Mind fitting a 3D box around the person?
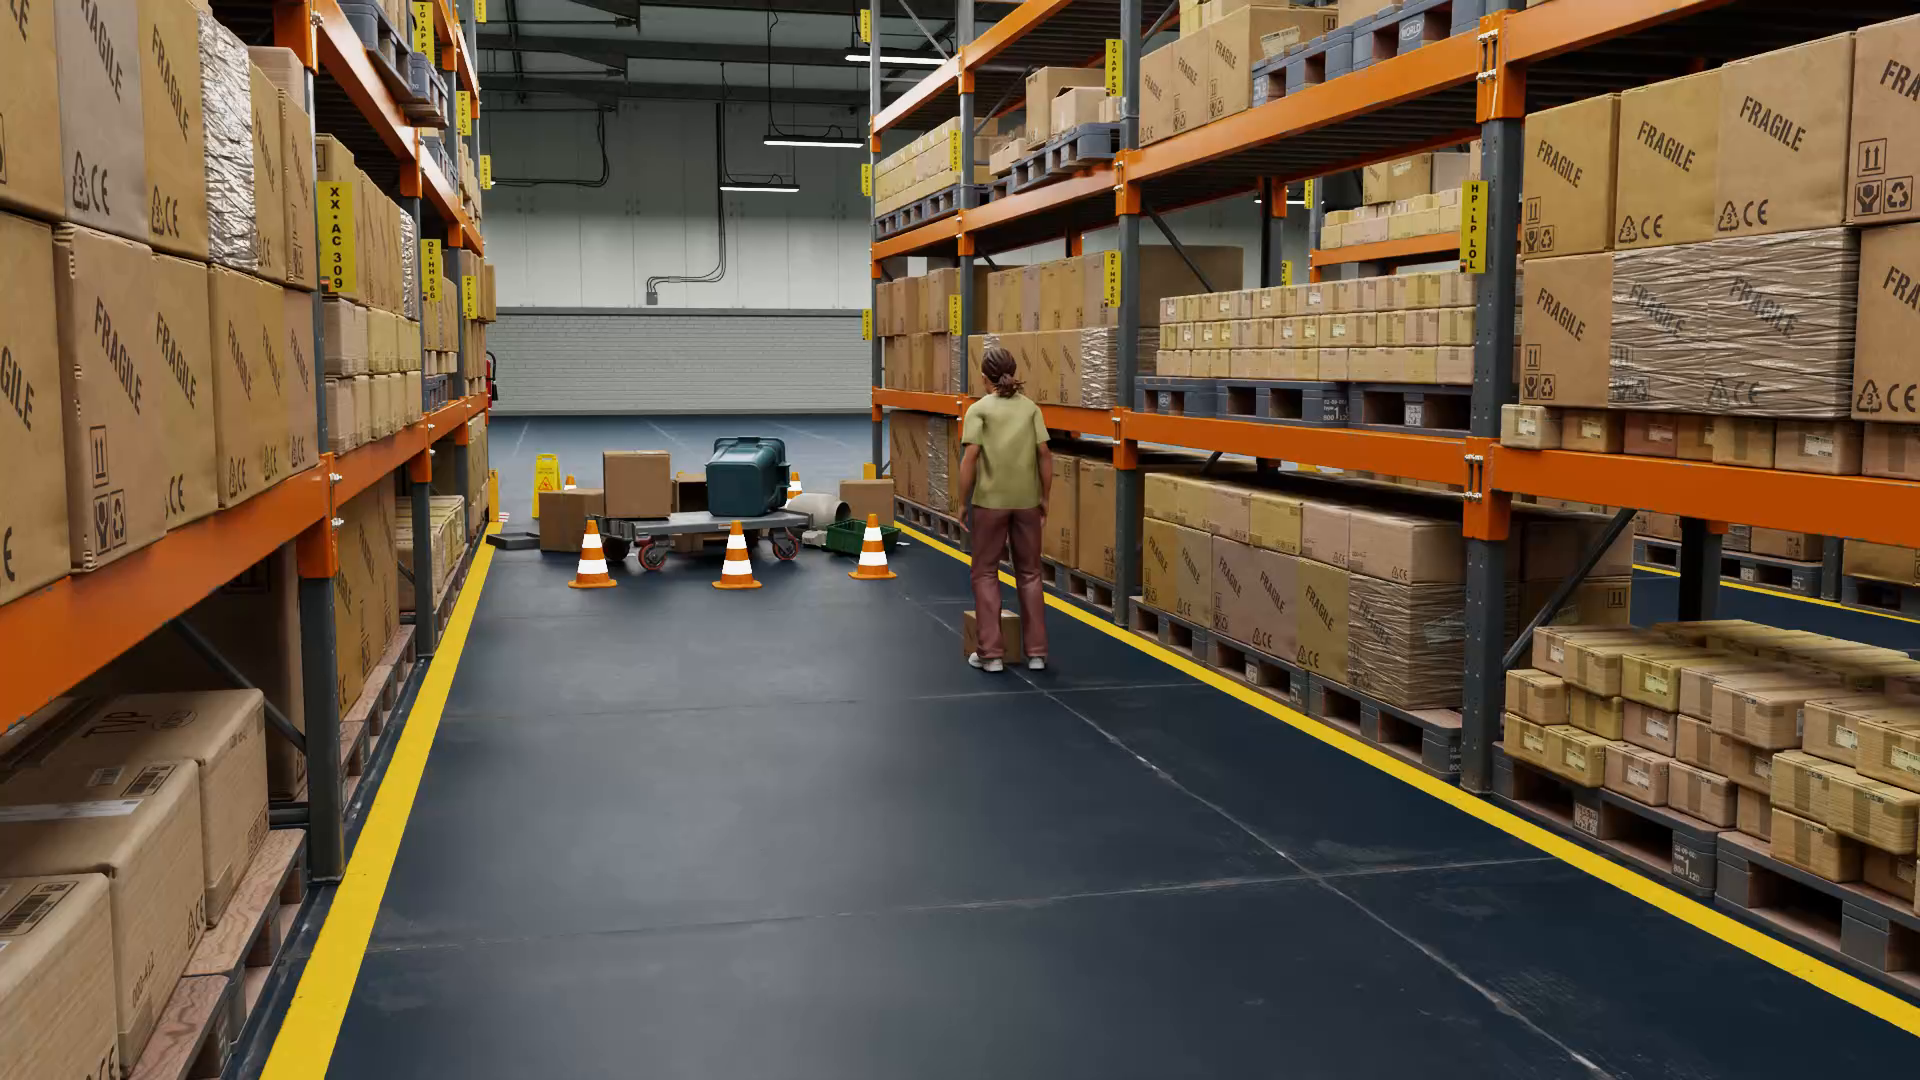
[{"bbox_3d":[0.232,-0.160,8.622,0.520,1.673,0.355,-2,6,-17],"label":"person"}]
